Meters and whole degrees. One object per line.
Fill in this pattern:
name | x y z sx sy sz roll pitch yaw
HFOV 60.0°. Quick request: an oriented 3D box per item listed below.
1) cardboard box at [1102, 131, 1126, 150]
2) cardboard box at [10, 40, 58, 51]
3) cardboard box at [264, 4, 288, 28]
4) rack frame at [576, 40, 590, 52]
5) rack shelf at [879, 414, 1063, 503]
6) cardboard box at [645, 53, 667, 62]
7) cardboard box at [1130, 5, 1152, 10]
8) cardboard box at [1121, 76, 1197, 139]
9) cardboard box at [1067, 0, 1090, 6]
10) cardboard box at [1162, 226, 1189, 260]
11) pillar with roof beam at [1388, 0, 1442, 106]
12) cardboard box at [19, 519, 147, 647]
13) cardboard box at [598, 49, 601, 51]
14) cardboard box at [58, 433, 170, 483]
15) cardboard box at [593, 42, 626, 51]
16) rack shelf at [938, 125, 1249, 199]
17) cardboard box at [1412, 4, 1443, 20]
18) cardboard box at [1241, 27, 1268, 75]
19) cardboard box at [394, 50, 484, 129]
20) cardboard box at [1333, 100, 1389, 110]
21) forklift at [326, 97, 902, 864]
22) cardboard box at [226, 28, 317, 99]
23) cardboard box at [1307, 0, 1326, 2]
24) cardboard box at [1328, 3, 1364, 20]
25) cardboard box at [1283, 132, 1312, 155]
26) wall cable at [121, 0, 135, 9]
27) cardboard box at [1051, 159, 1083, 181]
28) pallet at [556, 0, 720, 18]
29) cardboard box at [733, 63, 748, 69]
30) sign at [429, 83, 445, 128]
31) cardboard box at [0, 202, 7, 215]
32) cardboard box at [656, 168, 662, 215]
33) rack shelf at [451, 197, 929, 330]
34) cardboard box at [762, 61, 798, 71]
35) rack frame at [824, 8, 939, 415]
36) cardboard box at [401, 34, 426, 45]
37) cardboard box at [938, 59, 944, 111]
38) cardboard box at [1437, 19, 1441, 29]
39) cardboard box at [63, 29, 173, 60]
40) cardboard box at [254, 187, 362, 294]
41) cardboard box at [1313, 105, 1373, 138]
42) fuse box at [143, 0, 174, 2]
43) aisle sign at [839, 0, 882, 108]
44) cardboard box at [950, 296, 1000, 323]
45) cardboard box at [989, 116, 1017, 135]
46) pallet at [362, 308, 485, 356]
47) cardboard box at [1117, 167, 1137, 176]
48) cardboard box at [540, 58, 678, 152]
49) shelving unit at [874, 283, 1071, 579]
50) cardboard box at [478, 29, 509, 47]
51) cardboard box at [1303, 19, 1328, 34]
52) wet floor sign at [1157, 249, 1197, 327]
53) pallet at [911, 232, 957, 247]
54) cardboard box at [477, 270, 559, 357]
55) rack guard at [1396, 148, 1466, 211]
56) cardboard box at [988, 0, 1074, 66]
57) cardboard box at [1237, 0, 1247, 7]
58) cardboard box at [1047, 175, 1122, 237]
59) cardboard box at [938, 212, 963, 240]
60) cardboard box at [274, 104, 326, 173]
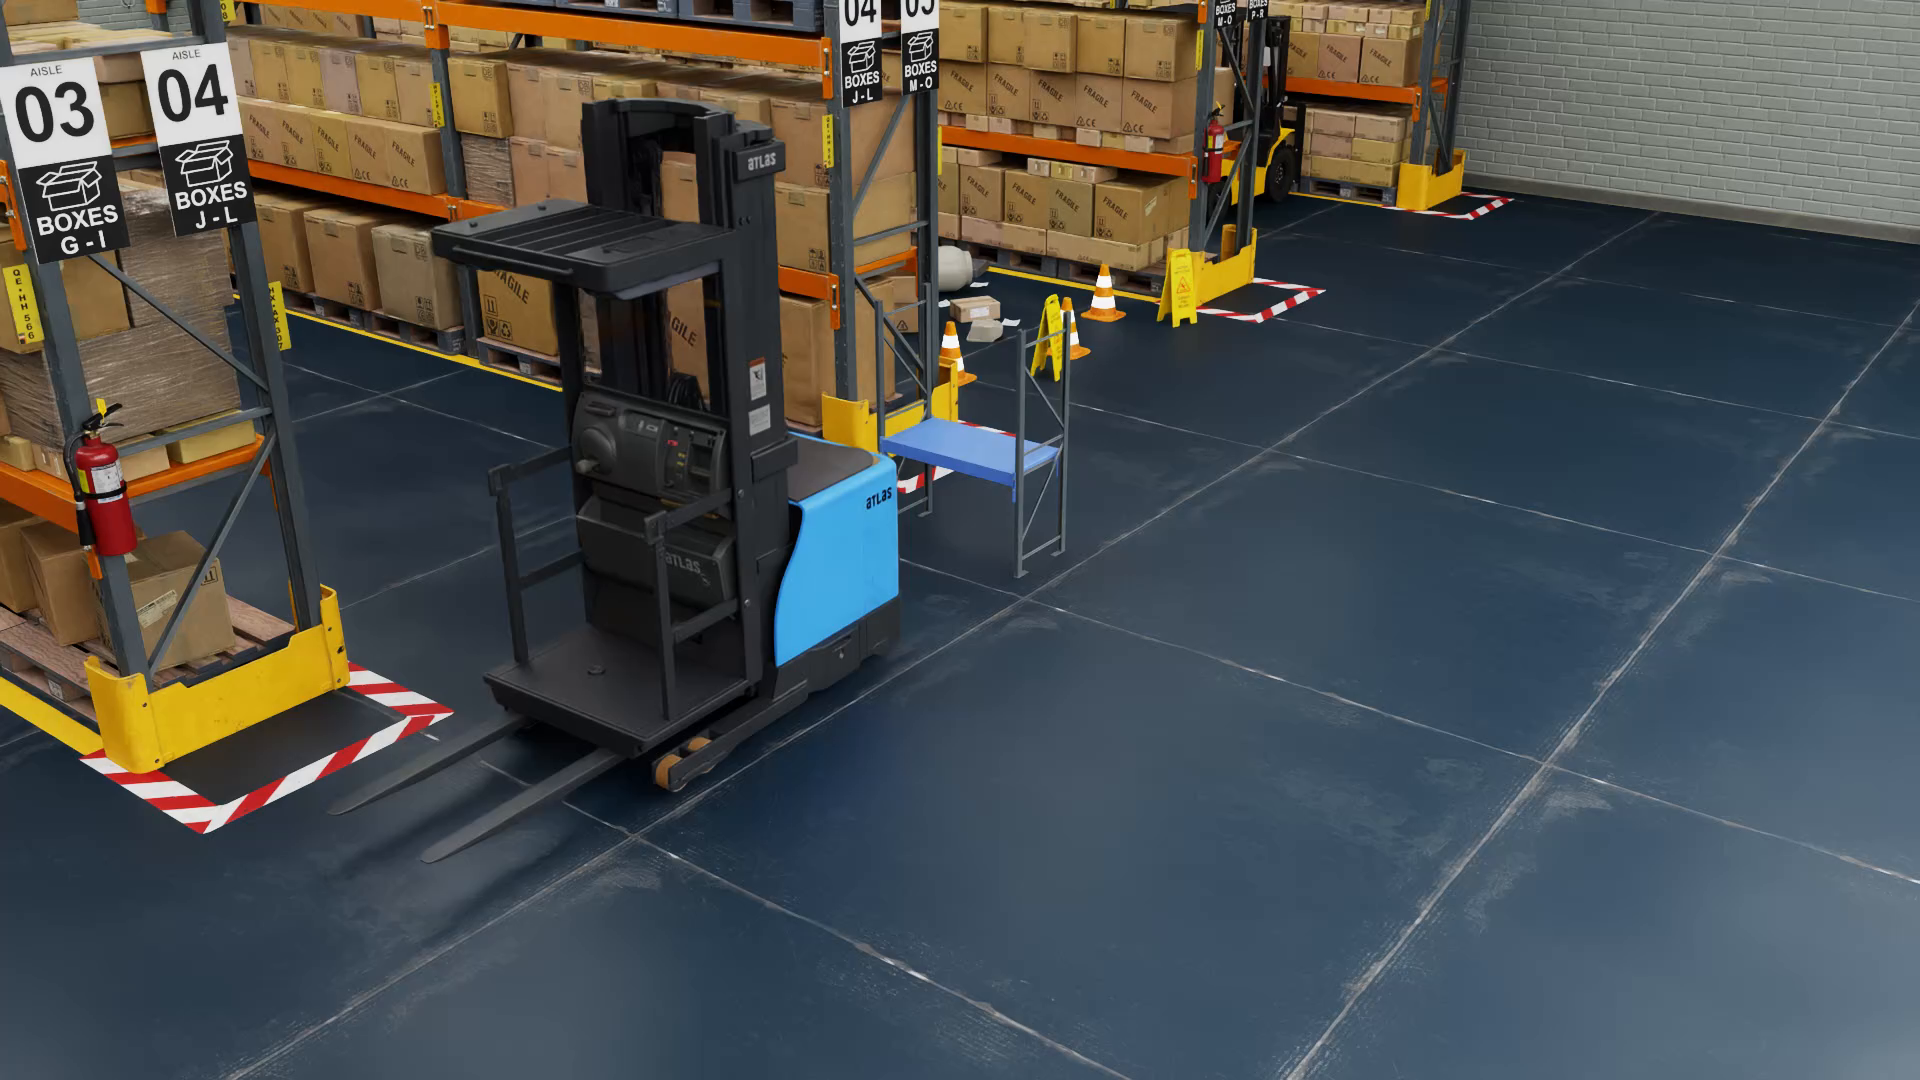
cardboard box | 1.503 -3.679 15.191 0.250 0.149 0.380 16 29 32
cardboard box | -4.099 -2.034 7.118 0.250 0.149 0.380 16 28 32
cardboard box | -8.971 -7.026 22.353 0.500 0.500 0.500 18 29 35
rack frame | -4.010 -5.613 19.268 0.127 3.000 1.000 17 29 33
rack shelf | 0.068 -0.501 9.973 1.000 0.185 0.538 17 29 33
cardboard box | -3.256 -5.318 18.390 0.250 0.149 0.380 17 29 34
cardboard box | 2.262 -6.428 20.191 0.250 0.149 0.380 16 29 32
cardboard box | 1.792 -3.902 14.893 0.500 0.500 0.500 16 29 32
cardboard box | 1.541 -6.658 20.712 0.250 0.149 0.380 16 29 33
cardboard box | 1.912 -2.896 15.992 0.500 0.250 0.500 17 29 33
pillar with roof beam | 2.767 -7.096 15.194 0.400 9.000 9.100 17 29 33
cardboard box | -4.540 0.181 8.698 0.500 0.500 0.500 -17 29 -34
cardboard box | -4.250 -5.743 19.751 0.500 0.250 0.500 16 29 32
cardboard box | -3.903 -0.368 7.677 0.250 0.149 0.380 17 29 33
cardboard box | -3.788 -5.803 18.687 0.500 0.500 0.500 16 28 32
rack shelf | 0.791 -3.832 16.120 4.000 0.370 1.077 17 29 33
cardboard box | 5.225 -5.909 18.644 0.250 0.149 0.380 16 28 32
cardboard box | 3.586 -5.731 19.412 0.500 0.500 0.500 17 29 34
cardboard box | -4.098 -3.645 13.439 0.500 0.500 0.700 16 29 32
cardboard box | 4.693 -4.969 19.456 0.500 0.250 0.500 17 29 33
forklift | -1.563 -0.406 7.537 1.130 2.935 3.031 16 28 31
cardboard box | -6.139 -4.261 14.836 0.500 0.500 0.700 16 29 33
cardboard box | 4.250 -6.258 19.436 0.250 0.149 0.380 16 28 32
cardboard box | 4.357 -5.966 18.773 0.250 0.149 0.380 17 29 34
cardboard box | 3.968 -4.703 19.472 0.500 0.250 0.500 16 28 32
wall cable | -14.096 -9.828 27.576 0.122 1.984 0.588 17 29 33
cardboard box | 1.061 -3.490 15.606 0.250 0.149 0.380 17 29 34
pallet | -2.076 -3.859 11.679 1.213 0.211 1.003 17 29 33
cardboard box | -2.194 -5.009 17.689 0.250 0.149 0.380 17 29 33
sign | -4.014 -3.340 12.772 0.005 0.325 0.100 17 29 33
cardboard box | -4.543 -1.292 7.730 0.500 0.500 0.500 17 29 33
cardboard box | -2.095 -2.617 12.283 0.500 0.550 0.875 17 29 33
rack shelf | -2.096 -2.211 12.440 4.000 0.370 1.077 17 29 33
cardboard box | -1.714 -5.176 17.265 0.500 0.500 0.500 17 29 34
rack frame | -0.496 -2.057 11.197 0.127 3.000 1.000 17 29 33
cardboard box | -6.602 -6.195 20.776 0.500 0.250 0.500 16 28 32
cardboard box | -0.208 -4.517 16.289 0.500 0.500 0.500 17 29 33
cardboard box | 5.250 -5.789 18.739 0.250 0.149 0.380 16 28 32
cardboard box | -3.783 -2.202 7.499 0.250 0.149 0.380 18 29 34
cardboard box | -5.763 -2.767 15.079 0.750 0.750 1.050 17 29 34
cardboard box | 4.398 -4.804 19.083 0.500 0.250 0.500 17 29 34
fuse box | -13.561 -8.956 28.454 0.414 1.711 0.539 17 29 33
aisle sign | -0.619 -3.132 10.414 0.004 0.787 0.394 17 29 33
cardboard box | 0.132 -2.038 14.692 0.380 0.149 0.250 -10 26 -21
cardboard box | 0.487 -3.986 15.889 0.250 0.149 0.380 17 29 33
pallet | -4.359 -1.910 14.323 1.213 0.211 1.003 17 29 33
cardboard box | 1.472 -3.370 16.138 0.500 0.500 0.500 16 28 31
cardboard box | -2.563 -3.216 12.303 0.550 0.550 0.875 17 29 33
shelving unit | 0.068 -0.666 9.901 1.048 1.500 0.538 17 29 33
cardboard box | -5.384 -6.048 19.822 0.500 0.250 0.500 16 28 32
cardboard box | 4.094 -5.864 18.910 0.250 0.149 0.380 16 28 32
wet floor sign | 1.902 -2.209 14.464 0.267 0.644 0.232 -15 28 -30
pallet | -0.250 -3.218 17.292 1.213 0.211 1.003 17 29 33
cardboard box | -3.235 -2.069 13.340 0.875 0.875 0.875 17 29 34
rack guard | 5.385 -4.131 19.005 0.348 0.500 1.175 17 29 33
cardboard box | 0.666 -4.751 15.579 0.500 0.500 0.700 17 29 33
cardboard box | 3.321 -6.268 19.457 0.250 0.149 0.380 17 29 33
cardboard box | 1.175 -3.190 15.729 0.500 0.500 0.500 18 30 35
cardboard box | -0.065 -3.224 16.736 0.500 0.250 0.500 19 30 36
cardboard box | -5.491 -3.476 14.295 0.500 0.500 0.500 16 29 33
